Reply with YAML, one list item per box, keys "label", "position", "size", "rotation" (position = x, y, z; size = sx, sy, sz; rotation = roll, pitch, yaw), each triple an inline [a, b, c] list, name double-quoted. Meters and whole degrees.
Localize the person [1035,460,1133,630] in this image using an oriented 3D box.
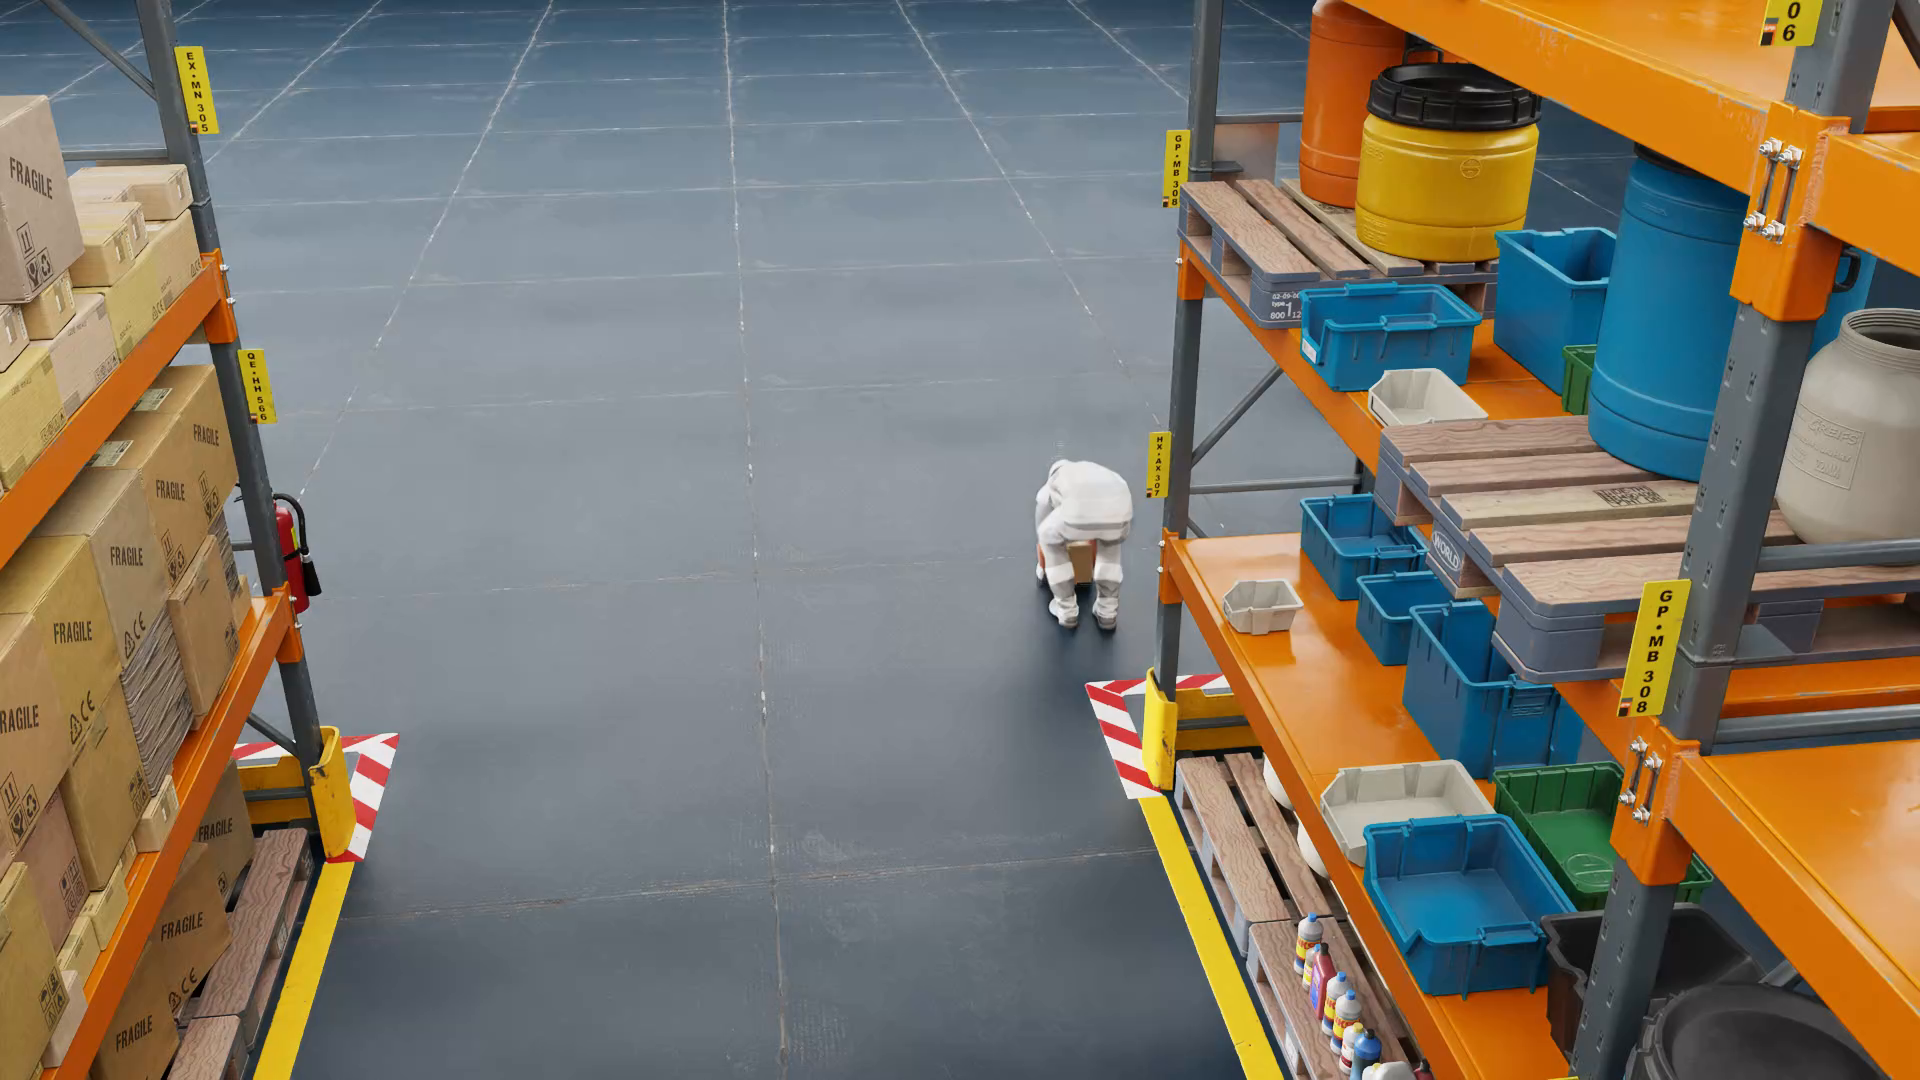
- label: "person"
  position: [0.689, -0.043, 9.575]
  size: [0.521, 0.970, 0.948]
  rotation: [-5, 27, -10]
